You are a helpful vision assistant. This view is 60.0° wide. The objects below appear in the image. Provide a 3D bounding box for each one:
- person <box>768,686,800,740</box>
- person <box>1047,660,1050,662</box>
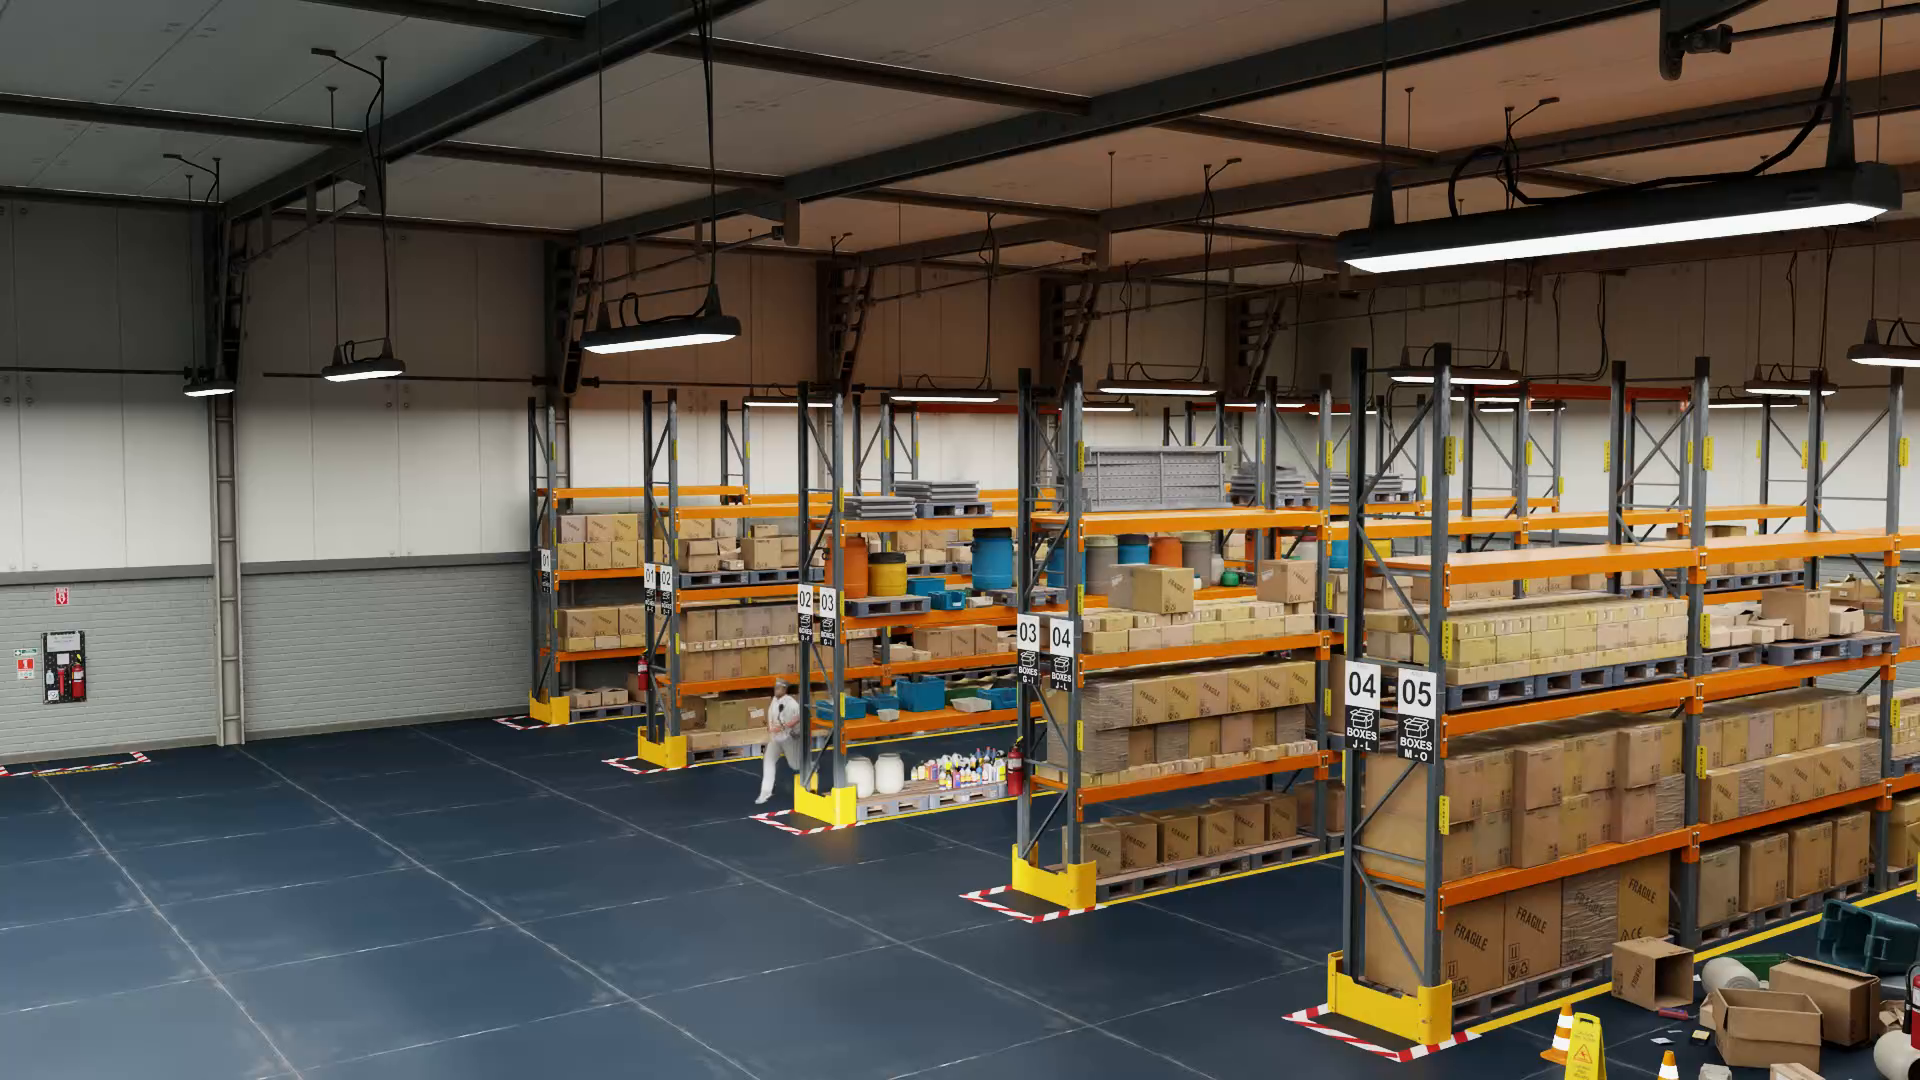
[{"bbox_3d":[-2.543,2.449,24.058,0.624,0.829,0.564,3,4,39],"label":"person"},{"bbox_3d":[1.858,1.937,34.544,0.582,1.681,0.692,-3,5,-44],"label":"person"}]
